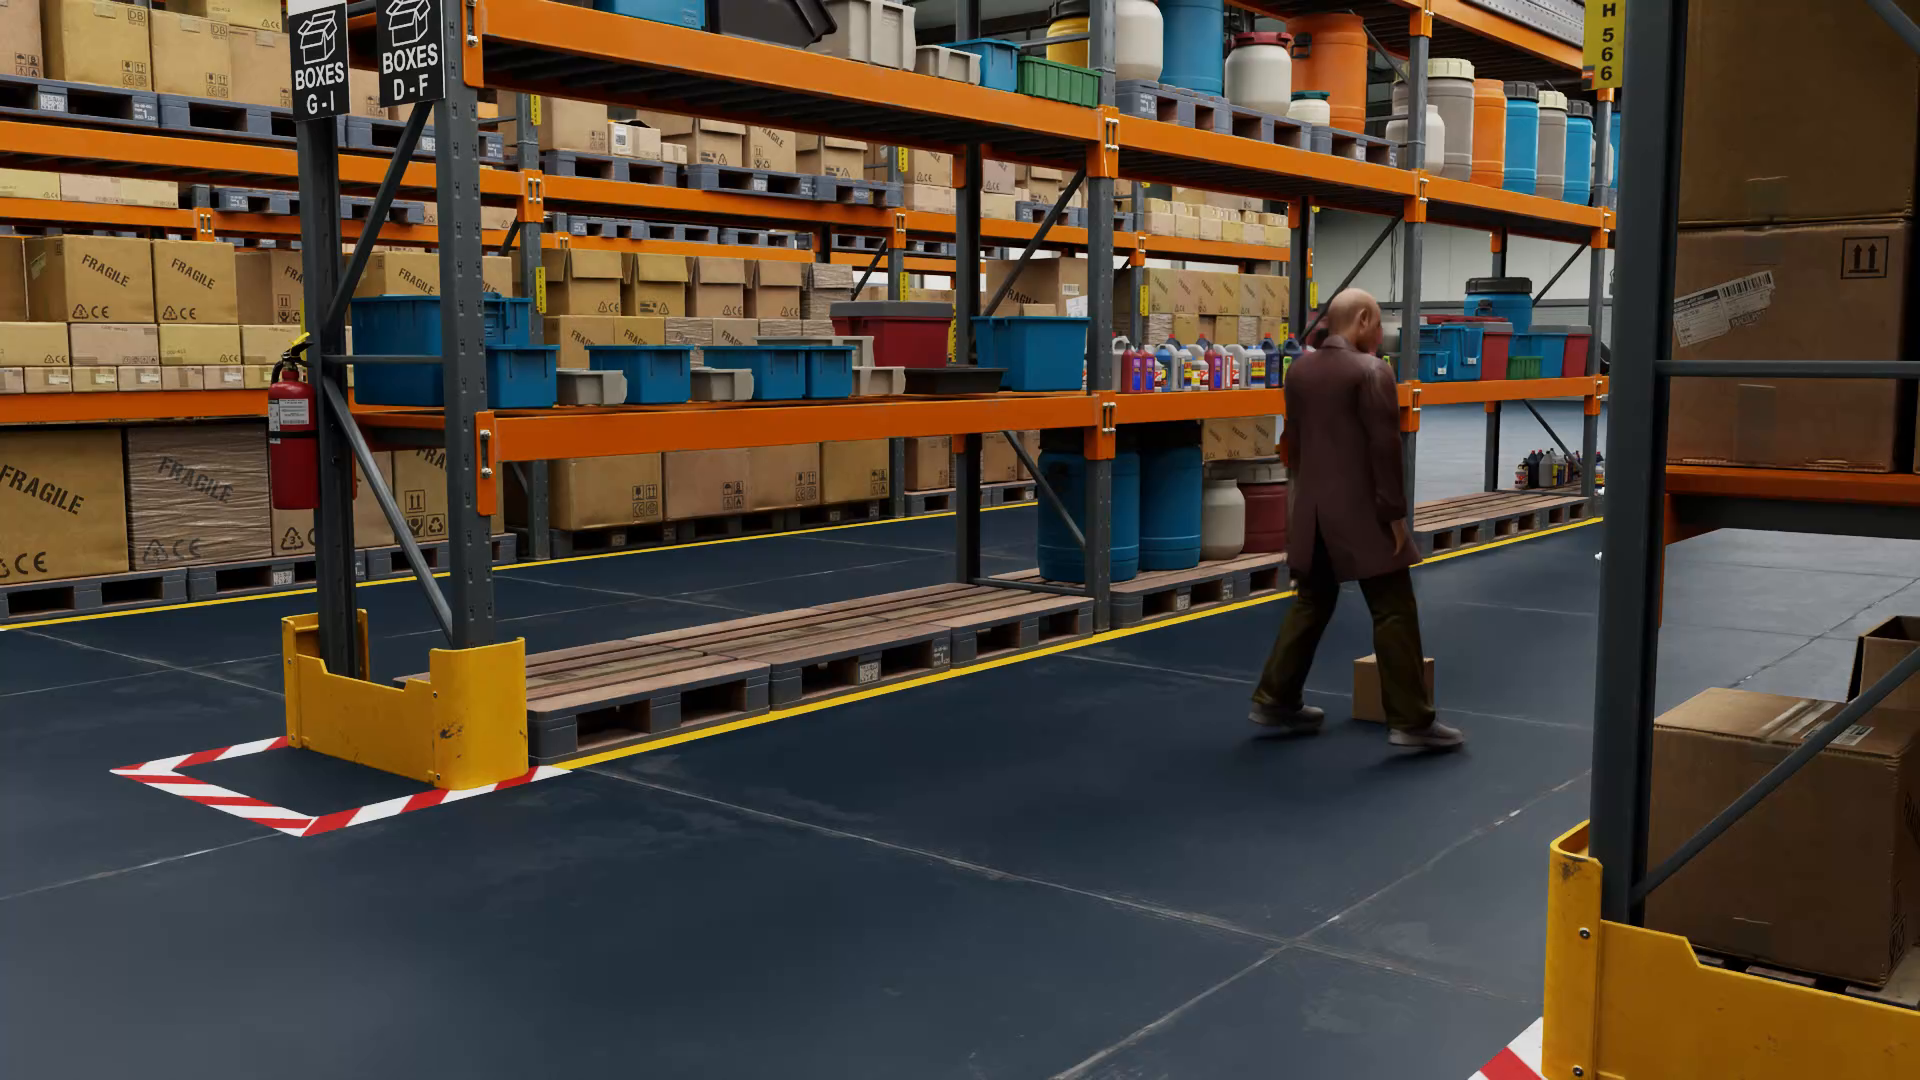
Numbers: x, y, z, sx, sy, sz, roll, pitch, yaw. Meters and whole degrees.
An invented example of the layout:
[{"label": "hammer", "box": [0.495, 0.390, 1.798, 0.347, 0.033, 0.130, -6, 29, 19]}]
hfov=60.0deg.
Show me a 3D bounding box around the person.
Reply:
[{"label": "person", "box": [1.553, -0.085, 6.478, 0.630, 1.771, 0.651, -4, 8, -33]}]
